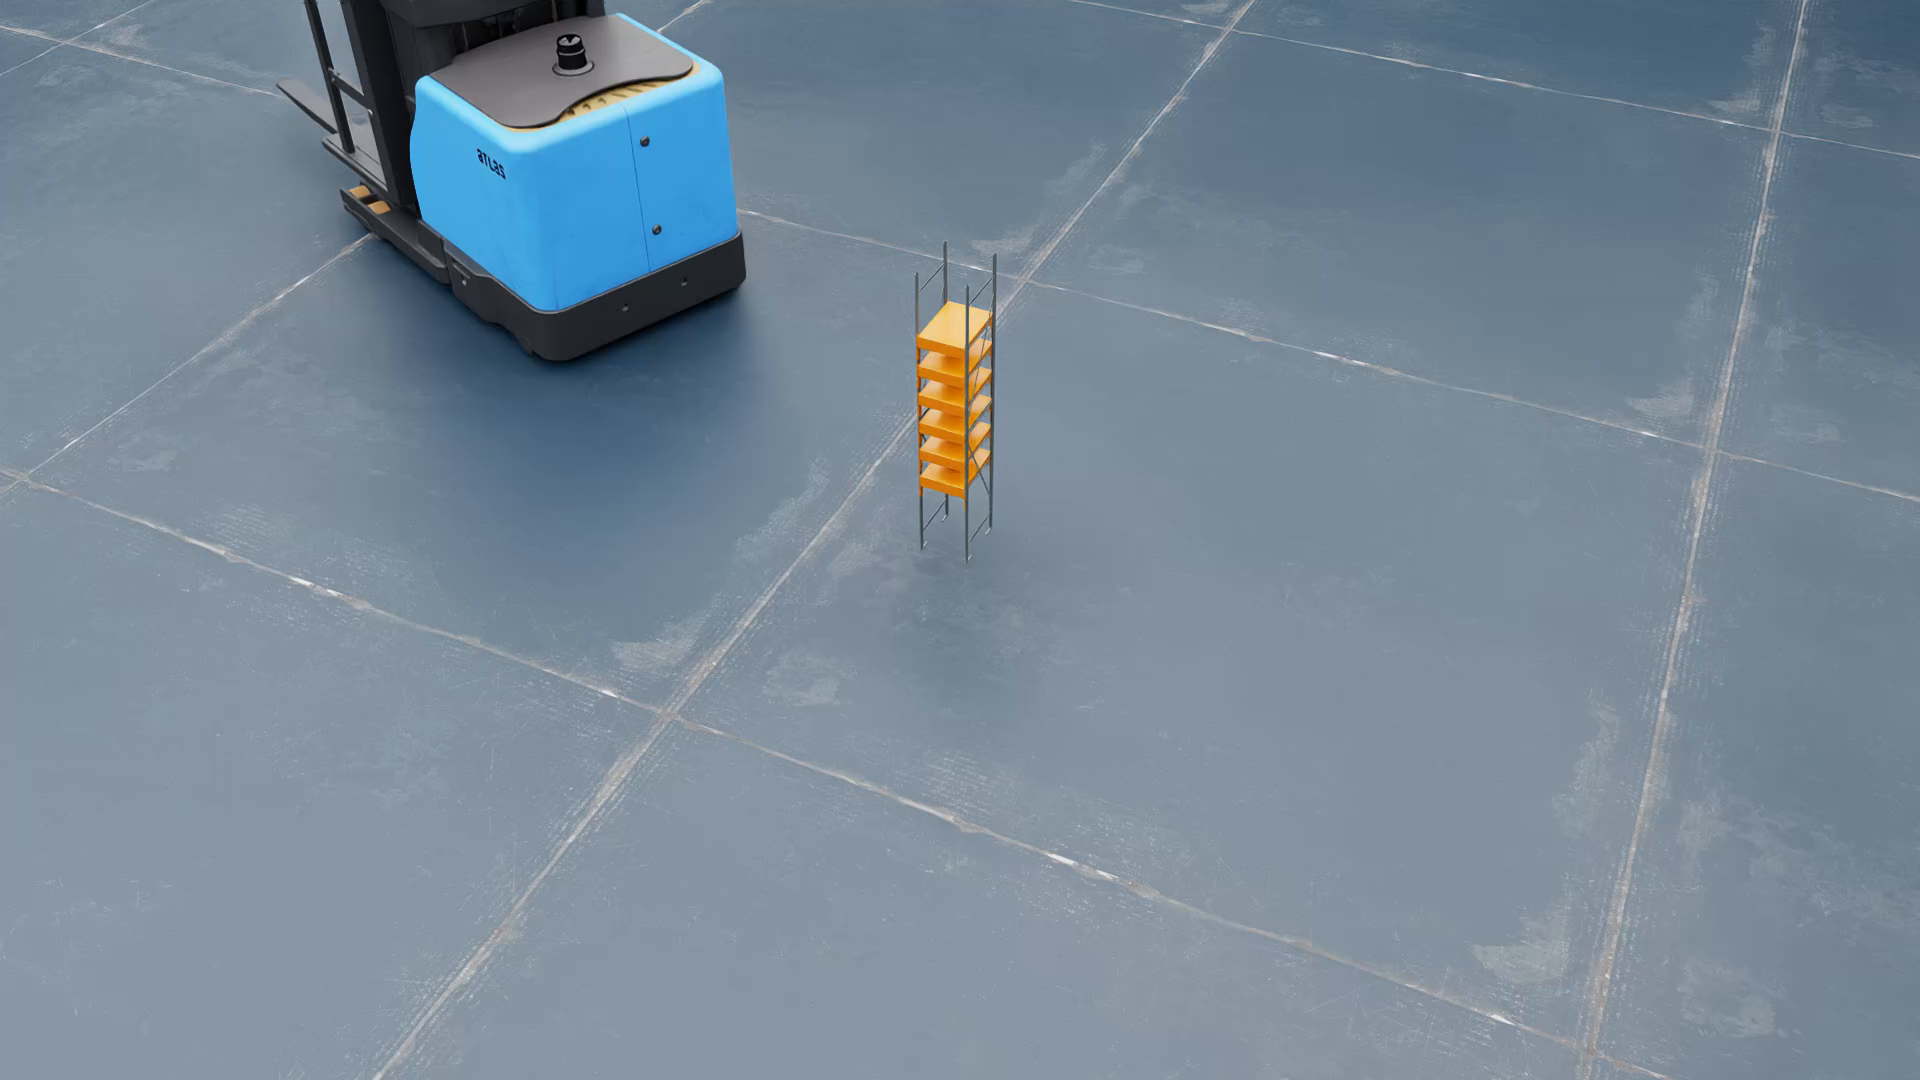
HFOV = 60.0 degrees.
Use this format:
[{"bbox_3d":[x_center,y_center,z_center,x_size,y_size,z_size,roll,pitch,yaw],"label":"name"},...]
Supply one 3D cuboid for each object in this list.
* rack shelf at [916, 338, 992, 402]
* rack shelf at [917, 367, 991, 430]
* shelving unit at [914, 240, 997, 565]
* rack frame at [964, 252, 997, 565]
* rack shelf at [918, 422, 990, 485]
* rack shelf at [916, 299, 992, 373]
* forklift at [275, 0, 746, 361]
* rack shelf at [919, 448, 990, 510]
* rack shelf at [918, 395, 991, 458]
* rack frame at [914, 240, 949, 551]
[{"bbox_3d":[-0.013,-0.605,5.734,0.180,0.103,0.258,17,44,19],"label":"rack shelf"},{"bbox_3d":[-0.013,-0.514,5.812,0.180,0.103,0.258,17,44,19],"label":"rack shelf"},{"bbox_3d":[-0.013,-0.457,5.862,0.189,1.200,0.258,17,44,19],"label":"shelving unit"},{"bbox_3d":[0.070,-0.432,5.832,0.006,1.200,0.240,17,44,19],"label":"rack frame"},{"bbox_3d":[-0.013,-0.333,5.969,0.180,0.103,0.258,17,44,19],"label":"rack shelf"},{"bbox_3d":[-0.013,-0.696,5.655,0.180,0.103,0.258,17,44,19],"label":"rack shelf"},{"bbox_3d":[-2.320,-2.748,7.182,1.130,2.935,3.031,-30,49,-30],"label":"forklift"},{"bbox_3d":[-0.013,-0.242,6.048,0.180,0.103,0.258,17,44,19],"label":"rack shelf"},{"bbox_3d":[-0.013,-0.424,5.891,0.180,0.103,0.258,17,44,19],"label":"rack shelf"},{"bbox_3d":[-0.096,-0.483,5.891,0.006,1.200,0.240,17,44,19],"label":"rack frame"}]
